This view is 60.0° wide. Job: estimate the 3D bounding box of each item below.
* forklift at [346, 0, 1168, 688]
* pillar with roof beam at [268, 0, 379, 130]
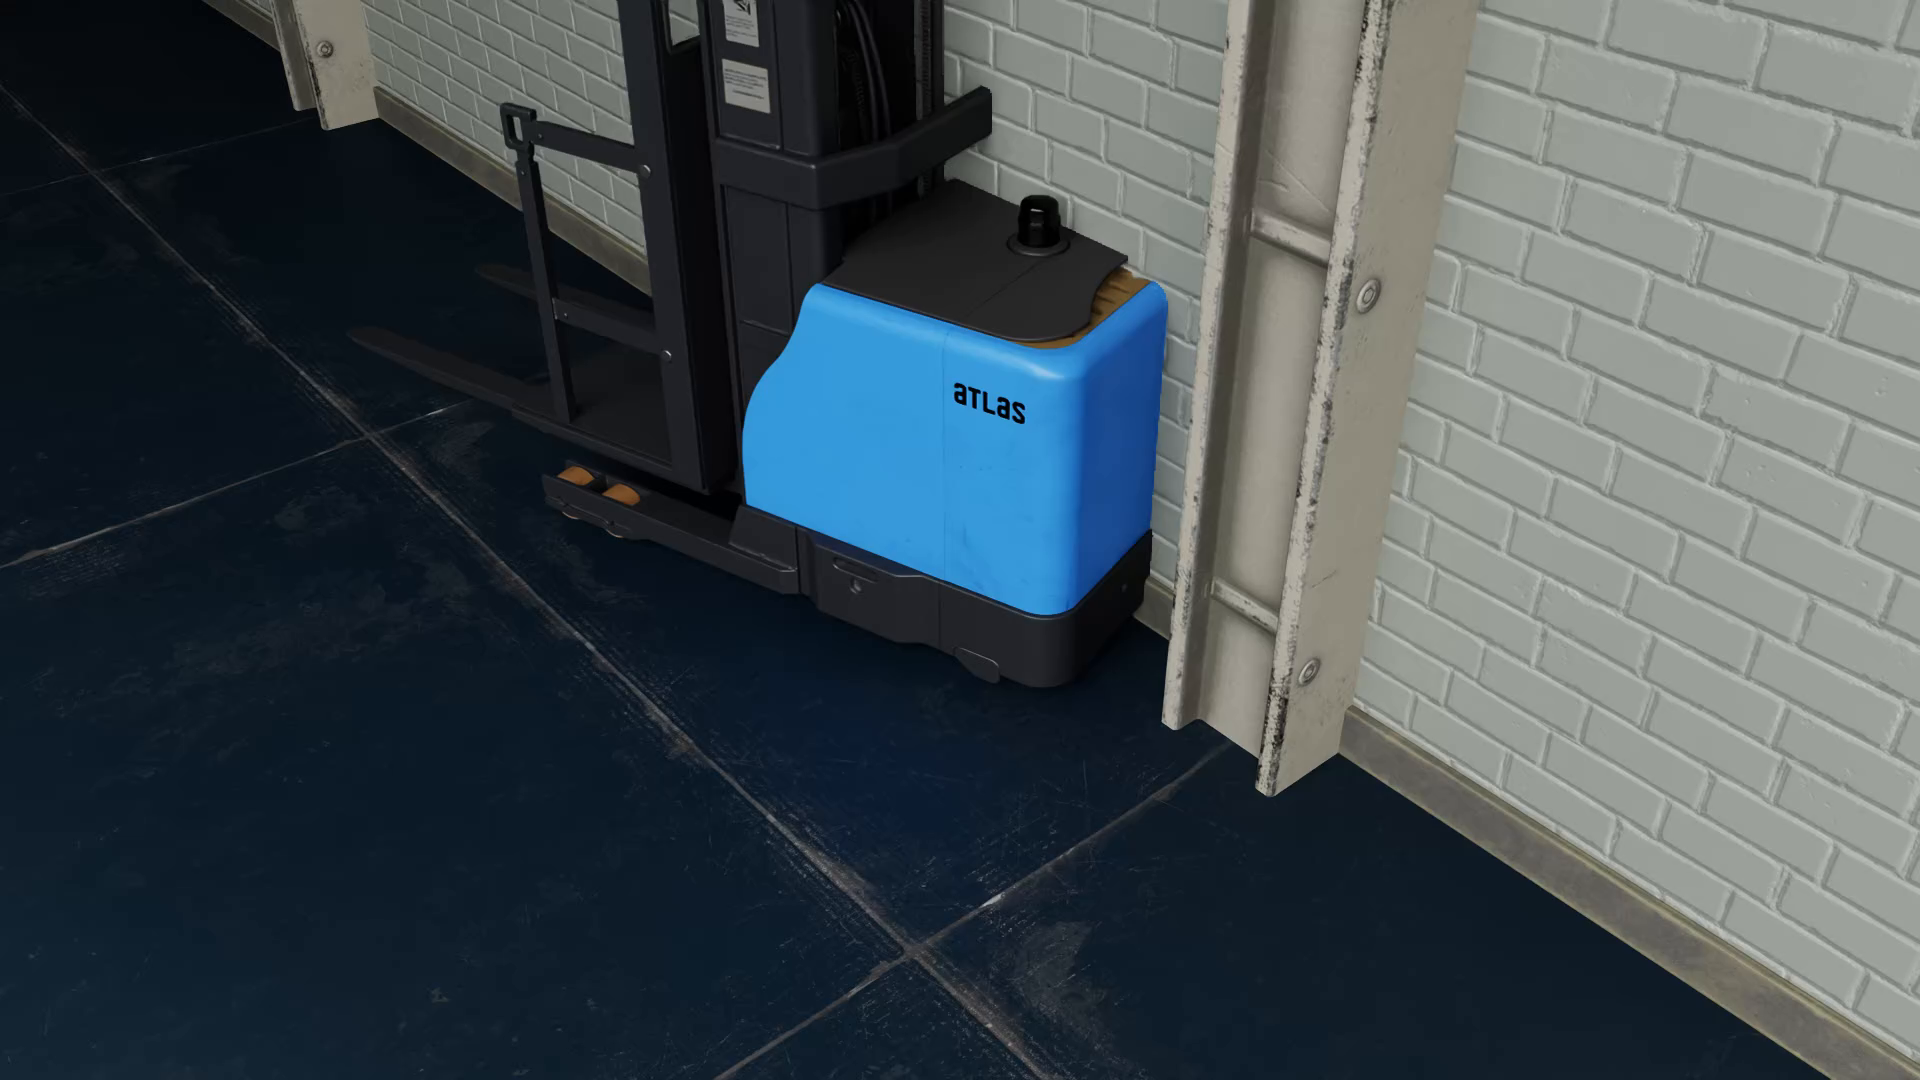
[{"bbox_3d":[-0.728,-1.437,4.743,3.031,2.935,1.130,20,40,26],"label":"forklift"},{"bbox_3d":[-6.368,-4.192,3.383,9.100,9.000,0.400,-26,43,-32],"label":"pillar with roof beam"}]
